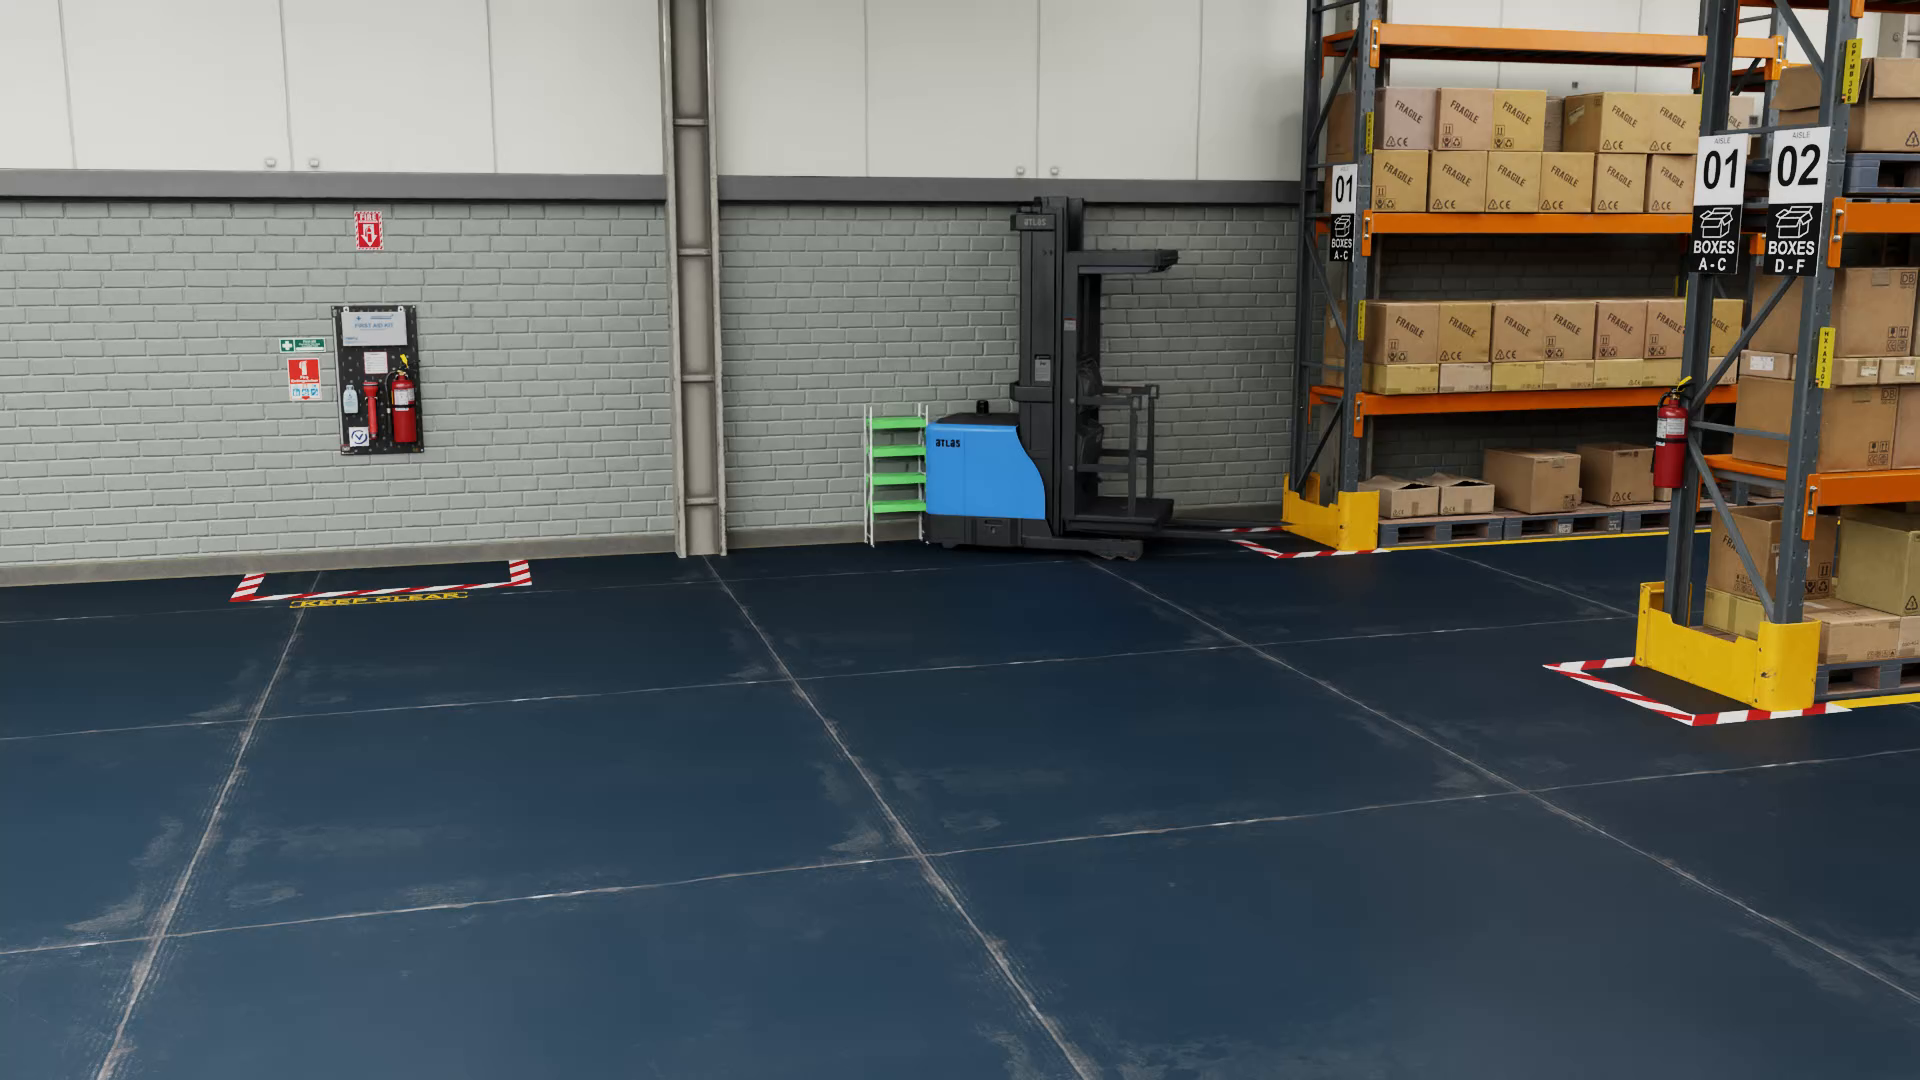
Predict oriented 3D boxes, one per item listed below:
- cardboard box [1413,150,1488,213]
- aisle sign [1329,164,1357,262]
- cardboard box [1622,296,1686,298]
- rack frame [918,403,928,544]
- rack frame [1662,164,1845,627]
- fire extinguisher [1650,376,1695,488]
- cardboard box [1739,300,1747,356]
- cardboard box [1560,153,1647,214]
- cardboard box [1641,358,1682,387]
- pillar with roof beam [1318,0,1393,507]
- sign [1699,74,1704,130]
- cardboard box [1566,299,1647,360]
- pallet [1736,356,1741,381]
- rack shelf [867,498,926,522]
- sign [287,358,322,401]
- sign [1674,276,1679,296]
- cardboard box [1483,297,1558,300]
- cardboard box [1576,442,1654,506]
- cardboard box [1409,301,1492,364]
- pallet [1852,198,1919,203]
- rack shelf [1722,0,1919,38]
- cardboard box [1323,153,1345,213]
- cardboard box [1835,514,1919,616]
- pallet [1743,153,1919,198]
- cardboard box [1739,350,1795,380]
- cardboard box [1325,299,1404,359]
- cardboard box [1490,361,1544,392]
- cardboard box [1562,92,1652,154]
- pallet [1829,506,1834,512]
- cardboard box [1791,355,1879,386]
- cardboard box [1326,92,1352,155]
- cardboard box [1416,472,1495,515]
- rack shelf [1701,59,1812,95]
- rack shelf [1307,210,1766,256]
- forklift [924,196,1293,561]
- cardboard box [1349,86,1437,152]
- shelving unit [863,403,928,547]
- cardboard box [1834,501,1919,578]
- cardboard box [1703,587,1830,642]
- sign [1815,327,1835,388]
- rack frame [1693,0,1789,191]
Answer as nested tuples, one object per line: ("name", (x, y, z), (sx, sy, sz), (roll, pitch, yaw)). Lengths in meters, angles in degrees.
("cardboard box", (4.075, -3.011, 14.002), (0.500, 0.500, 0.500), (-2, 11, -12))
("aisle sign", (3.174, -2.705, 13.776), (0.004, 0.787, 0.394), (-3, 11, -16))
("cardboard box", (6.490, -2.002, 15.426), (0.500, 0.500, 0.500), (-3, 11, -17))
("rack frame", (-0.317, -0.574, 14.346), (0.015, 1.200, 0.240), (-3, 11, -17))
("rack frame", (4.547, -0.622, 9.638), (0.127, 3.000, 1.000), (-3, 11, -16))
("fire extinguisher", (4.304, -0.658, 10.051), (0.183, 0.674, 0.296), (-3, 11, -16))
("cardboard box", (7.498, -1.970, 15.473), (0.500, 0.500, 0.700), (-3, 11, -16))
("cardboard box", (5.573, -3.093, 14.445), (0.500, 0.500, 0.500), (-3, 11, -18))
("cardboard box", (6.149, -1.521, 14.881), (0.500, 0.250, 0.500), (-3, 11, -16))
("pillar with roof beam", (4.792, -3.870, 10.716), (0.400, 9.000, 9.100), (-3, 11, -16))
("sign", (4.409, -2.588, 9.810), (0.005, 0.325, 0.100), (-3, 11, -16))
("cardboard box", (5.668, -1.862, 14.665), (0.500, 0.500, 0.500), (-3, 11, -18))
("pallet", (7.774, -1.604, 15.504), (1.213, 0.211, 1.003), (-3, 11, -16))
("rack shelf", (-0.550, -0.262, 14.330), (0.480, 0.148, 0.258), (-3, 11, -17))
("sign", (-5.115, -1.254, 12.974), (0.234, 0.329, 0.001), (-3, 11, -16))
("sign", (6.841, -2.351, 15.833), (0.005, 0.325, 0.100), (-3, 11, -16))
("cardboard box", (5.017, -1.924, 15.003), (0.500, 0.500, 0.500), (-3, 11, -15))
("cardboard box", (6.014, -0.613, 15.278), (0.500, 0.500, 0.500), (-4, 11, -20))
("cardboard box", (4.179, -1.783, 14.233), (0.500, 0.500, 0.500), (-3, 11, -16))
("pallet", (8.617, -3.134, 15.517), (1.003, 0.211, 1.213), (-3, 11, -16))
("rack shelf", (6.467, -3.123, 9.746), (4.000, 0.370, 1.077), (-3, 11, -16))
("cardboard box", (3.489, -3.082, 14.386), (0.500, 0.500, 0.500), (-2, 11, -12))
("cardboard box", (5.604, 0.141, 9.858), (0.500, 0.500, 0.500), (-3, 11, -16))
("pallet", (5.233, -2.085, 9.544), (1.213, 0.211, 1.003), (-3, 11, -16))
("cardboard box", (4.861, -1.042, 9.855), (0.250, 0.149, 0.380), (-3, 11, -17))
("cardboard box", (3.552, -1.848, 14.589), (0.500, 0.500, 0.500), (-3, 11, -17))
("cardboard box", (4.702, -1.442, 14.451), (0.500, 0.250, 0.500), (-3, 11, -17))
("cardboard box", (5.572, -3.581, 14.334), (0.500, 0.500, 0.500), (-3, 11, -18))
("pallet", (8.920, -0.416, 16.221), (1.213, 0.211, 1.003), (-3, 11, -16))
("cardboard box", (4.984, -0.972, 9.475), (0.250, 0.149, 0.380), (-3, 11, -16))
("cardboard box", (3.500, -3.576, 14.307), (0.500, 0.500, 0.500), (-3, 11, -13))
("cardboard box", (4.396, -0.425, 14.780), (0.500, 0.311, 0.500), (-2, 11, -11))
("rack shelf", (8.920, -4.186, 15.522), (4.000, 0.370, 1.077), (-3, 11, -16))
("rack shelf", (5.079, -2.705, 14.658), (4.000, 0.370, 1.077), (-3, 11, -16))
("forklift", (1.273, -1.375, 13.923), (3.031, 2.935, 1.130), (3, 11, 15))
("cardboard box", (3.597, -3.486, 13.818), (0.500, 0.500, 0.500), (-4, 11, -20))
("shelving unit", (-0.551, -0.561, 14.276), (0.503, 1.200, 0.258), (-3, 11, -17))
("cardboard box", (5.935, 0.023, 10.498), (0.500, 0.500, 0.500), (-3, 11, -16))
("cardboard box", (4.979, 0.446, 10.275), (0.500, 0.250, 0.500), (-3, 11, -16))
("sign", (4.696, -0.990, 9.027), (0.005, 0.325, 0.100), (-3, 11, -16))
("rack frame", (6.999, -4.635, 14.871), (0.127, 3.000, 1.000), (-3, 11, -16))
